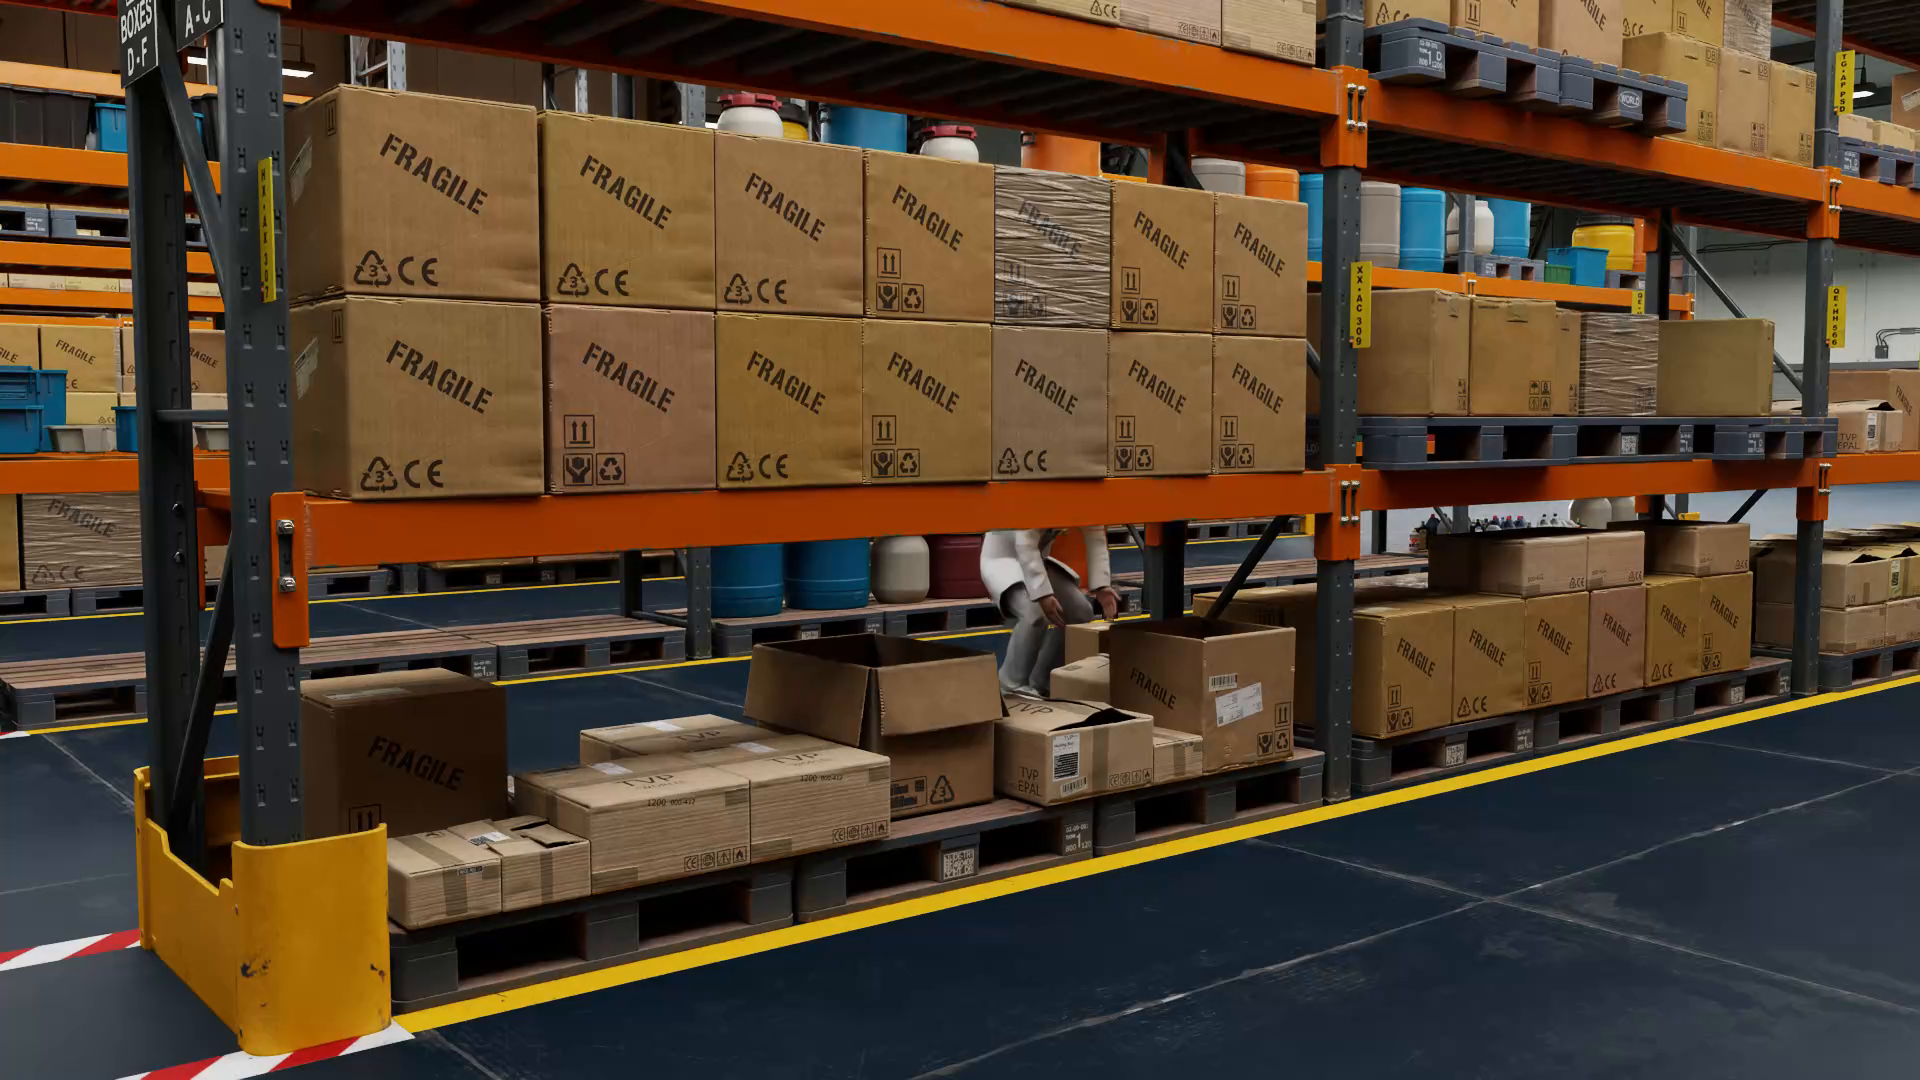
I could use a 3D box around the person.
[{"bbox_3d":[0.456,0.187,8.816,0.631,1.352,0.750,-3,5,-39],"label":"person"}]
